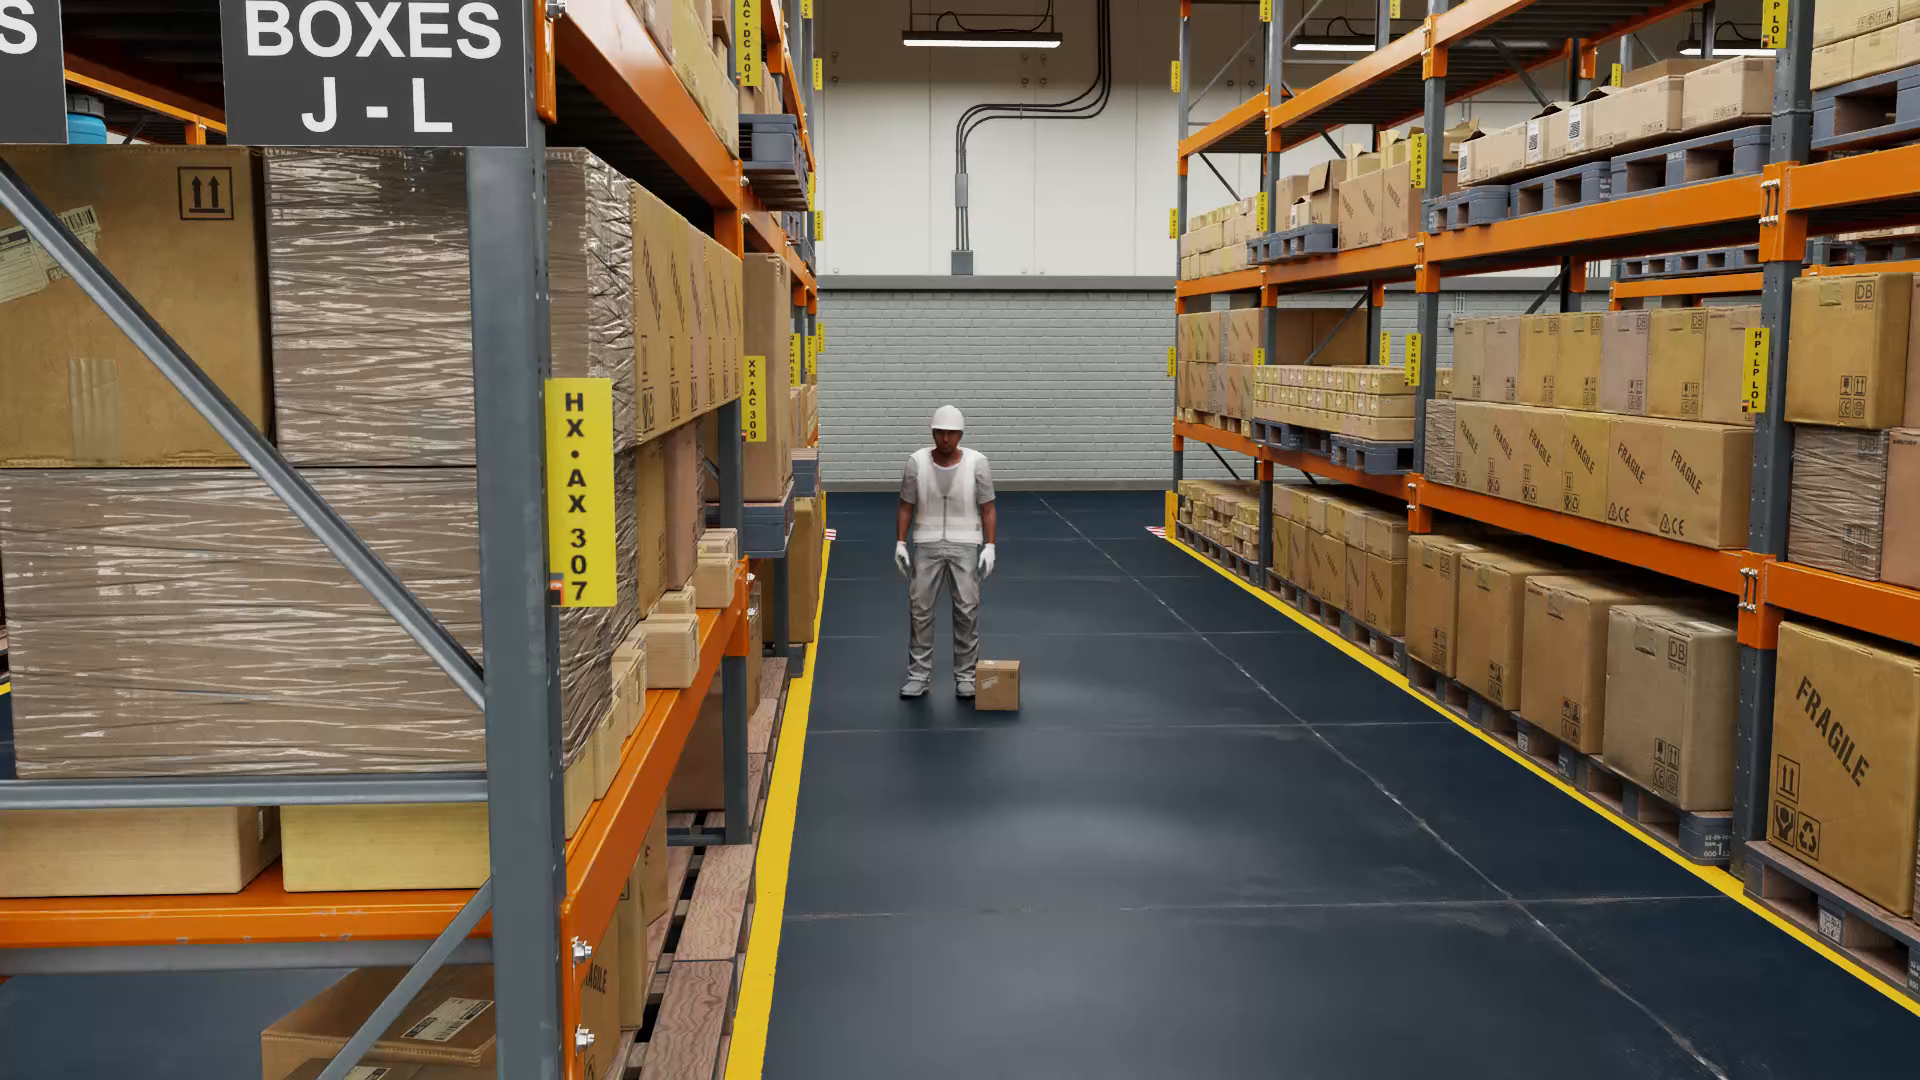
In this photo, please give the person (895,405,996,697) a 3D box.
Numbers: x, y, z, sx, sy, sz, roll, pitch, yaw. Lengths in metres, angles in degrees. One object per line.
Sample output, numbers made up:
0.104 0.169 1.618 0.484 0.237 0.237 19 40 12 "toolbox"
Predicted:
-0.090 0.068 10.118 0.618 1.774 0.447 1 7 6 "person"
